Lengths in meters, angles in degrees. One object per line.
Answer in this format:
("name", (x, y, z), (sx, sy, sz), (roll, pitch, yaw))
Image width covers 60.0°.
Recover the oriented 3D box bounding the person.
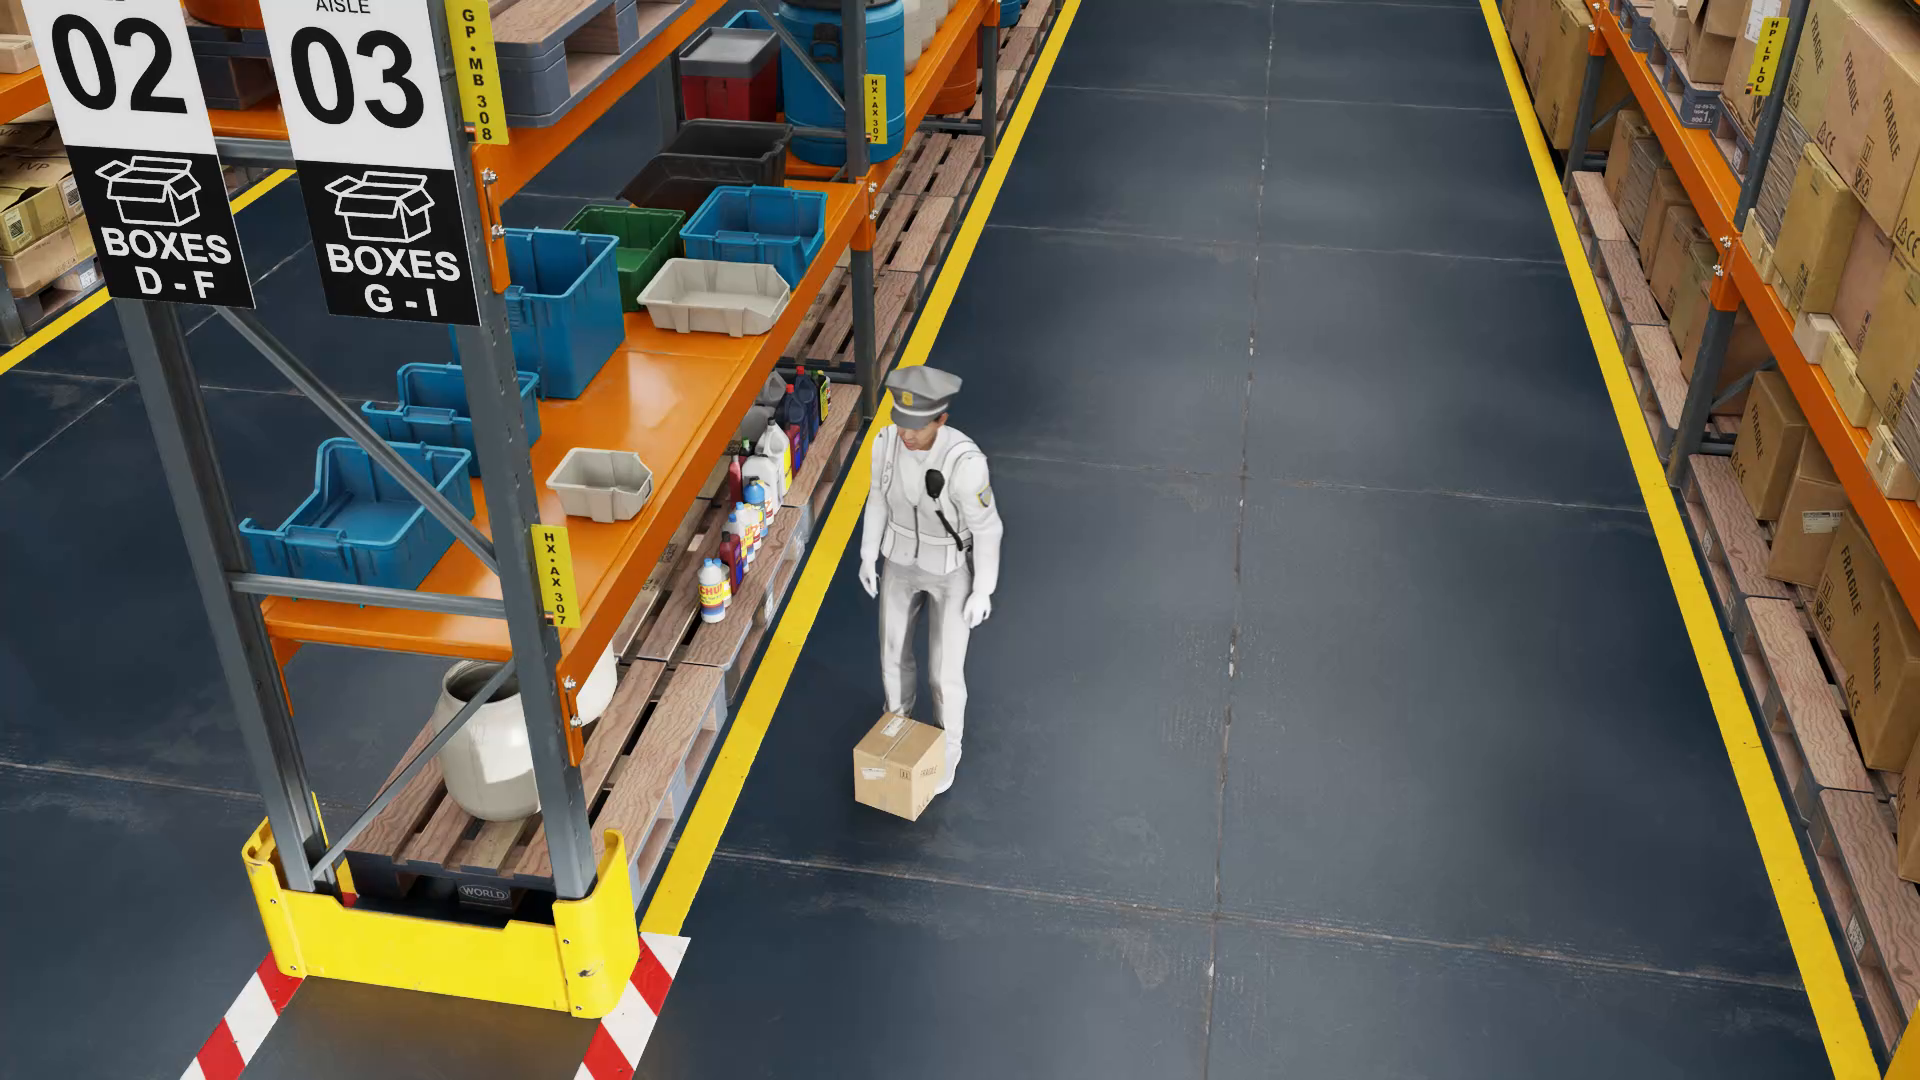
("person", (-0.120, 0.132, 5.927), (0.535, 1.663, 0.404), (16, 36, 23))
